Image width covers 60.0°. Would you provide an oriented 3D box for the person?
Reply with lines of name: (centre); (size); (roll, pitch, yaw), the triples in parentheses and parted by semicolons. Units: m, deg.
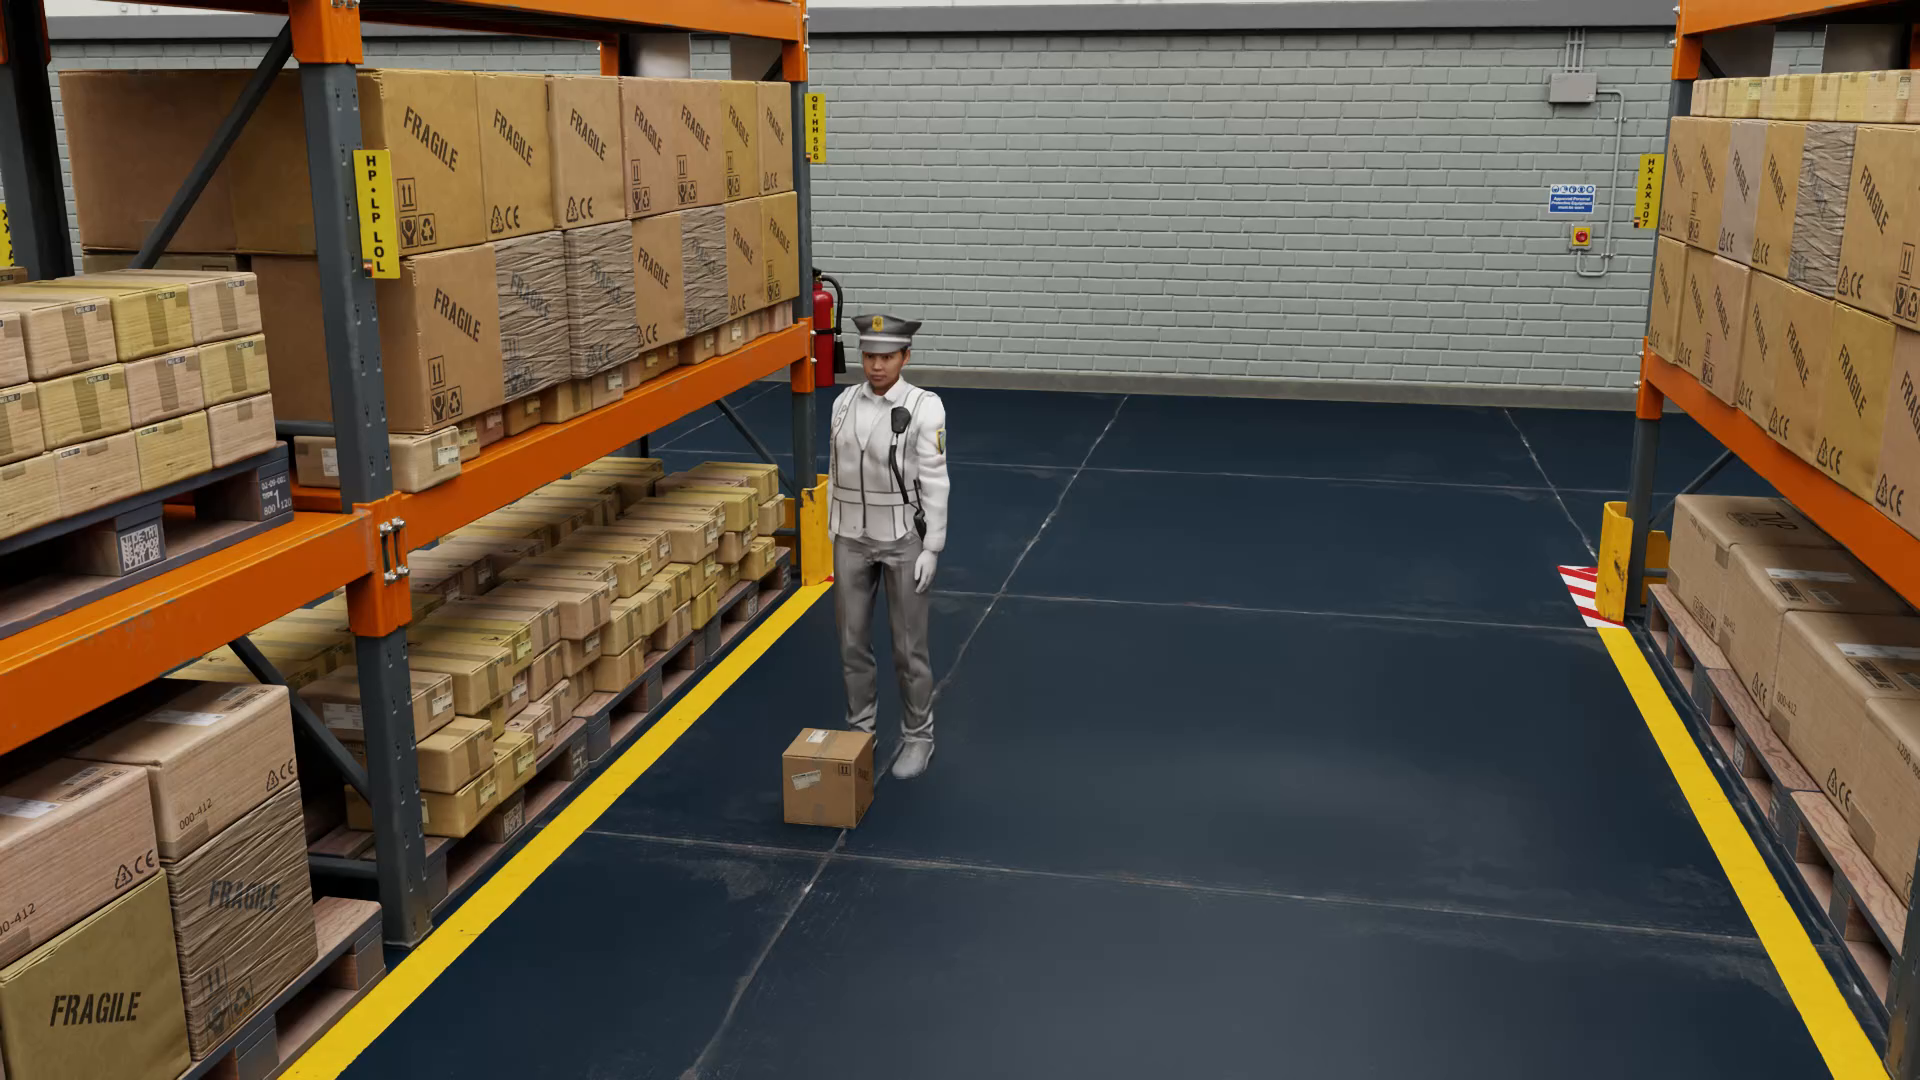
person: (-0.269, 0.027, 5.928); (0.467, 1.688, 0.333); (6, 16, 22)
